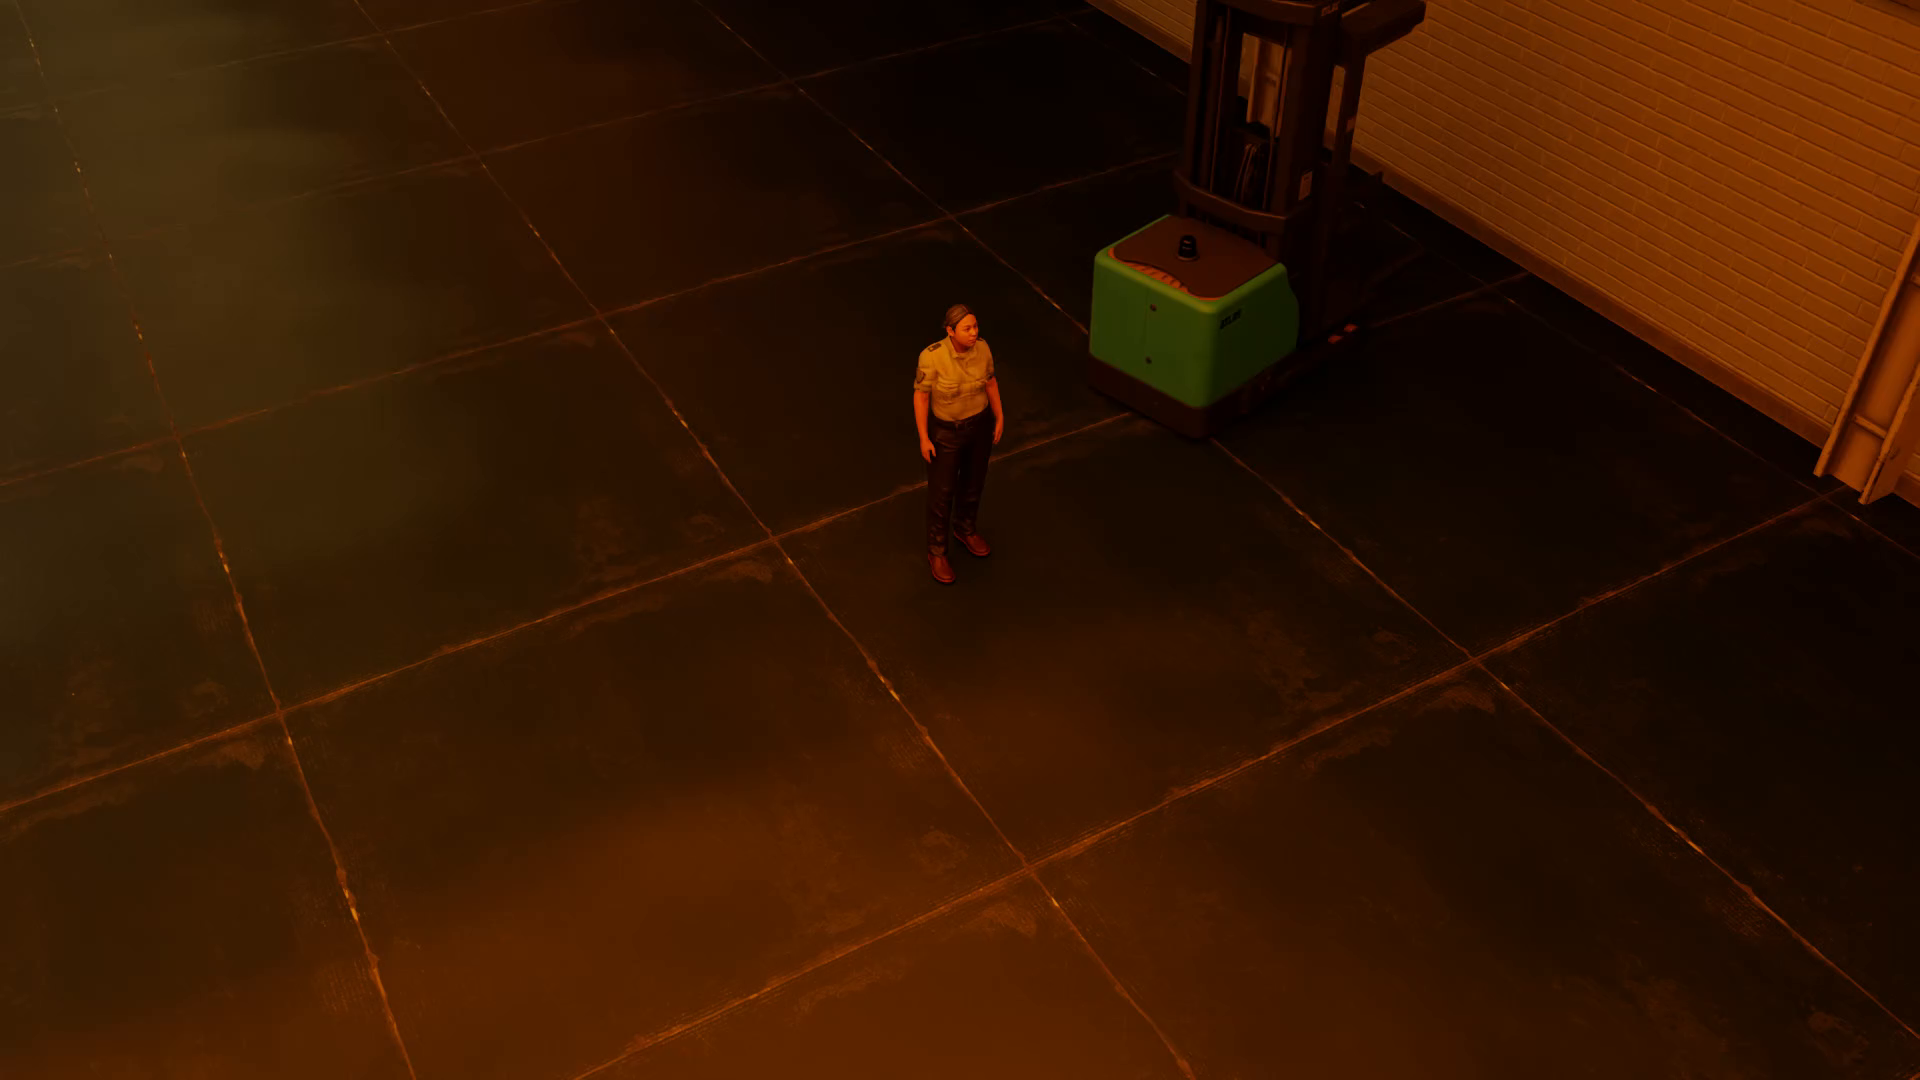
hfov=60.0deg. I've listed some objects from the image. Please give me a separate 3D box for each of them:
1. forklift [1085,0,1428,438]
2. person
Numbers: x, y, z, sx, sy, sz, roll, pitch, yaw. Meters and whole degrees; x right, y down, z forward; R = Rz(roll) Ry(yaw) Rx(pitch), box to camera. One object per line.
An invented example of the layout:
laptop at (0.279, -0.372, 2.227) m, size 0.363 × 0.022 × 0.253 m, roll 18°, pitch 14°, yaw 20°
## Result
forklift at (2.262, -2.640, 11.219) m, size 1.130 × 2.935 × 3.031 m, roll 32°, pitch 49°, yaw 33°
person at (0.025, -0.584, 9.733) m, size 0.598 × 1.651 × 0.503 m, roll -20°, pitch 44°, yaw -23°
